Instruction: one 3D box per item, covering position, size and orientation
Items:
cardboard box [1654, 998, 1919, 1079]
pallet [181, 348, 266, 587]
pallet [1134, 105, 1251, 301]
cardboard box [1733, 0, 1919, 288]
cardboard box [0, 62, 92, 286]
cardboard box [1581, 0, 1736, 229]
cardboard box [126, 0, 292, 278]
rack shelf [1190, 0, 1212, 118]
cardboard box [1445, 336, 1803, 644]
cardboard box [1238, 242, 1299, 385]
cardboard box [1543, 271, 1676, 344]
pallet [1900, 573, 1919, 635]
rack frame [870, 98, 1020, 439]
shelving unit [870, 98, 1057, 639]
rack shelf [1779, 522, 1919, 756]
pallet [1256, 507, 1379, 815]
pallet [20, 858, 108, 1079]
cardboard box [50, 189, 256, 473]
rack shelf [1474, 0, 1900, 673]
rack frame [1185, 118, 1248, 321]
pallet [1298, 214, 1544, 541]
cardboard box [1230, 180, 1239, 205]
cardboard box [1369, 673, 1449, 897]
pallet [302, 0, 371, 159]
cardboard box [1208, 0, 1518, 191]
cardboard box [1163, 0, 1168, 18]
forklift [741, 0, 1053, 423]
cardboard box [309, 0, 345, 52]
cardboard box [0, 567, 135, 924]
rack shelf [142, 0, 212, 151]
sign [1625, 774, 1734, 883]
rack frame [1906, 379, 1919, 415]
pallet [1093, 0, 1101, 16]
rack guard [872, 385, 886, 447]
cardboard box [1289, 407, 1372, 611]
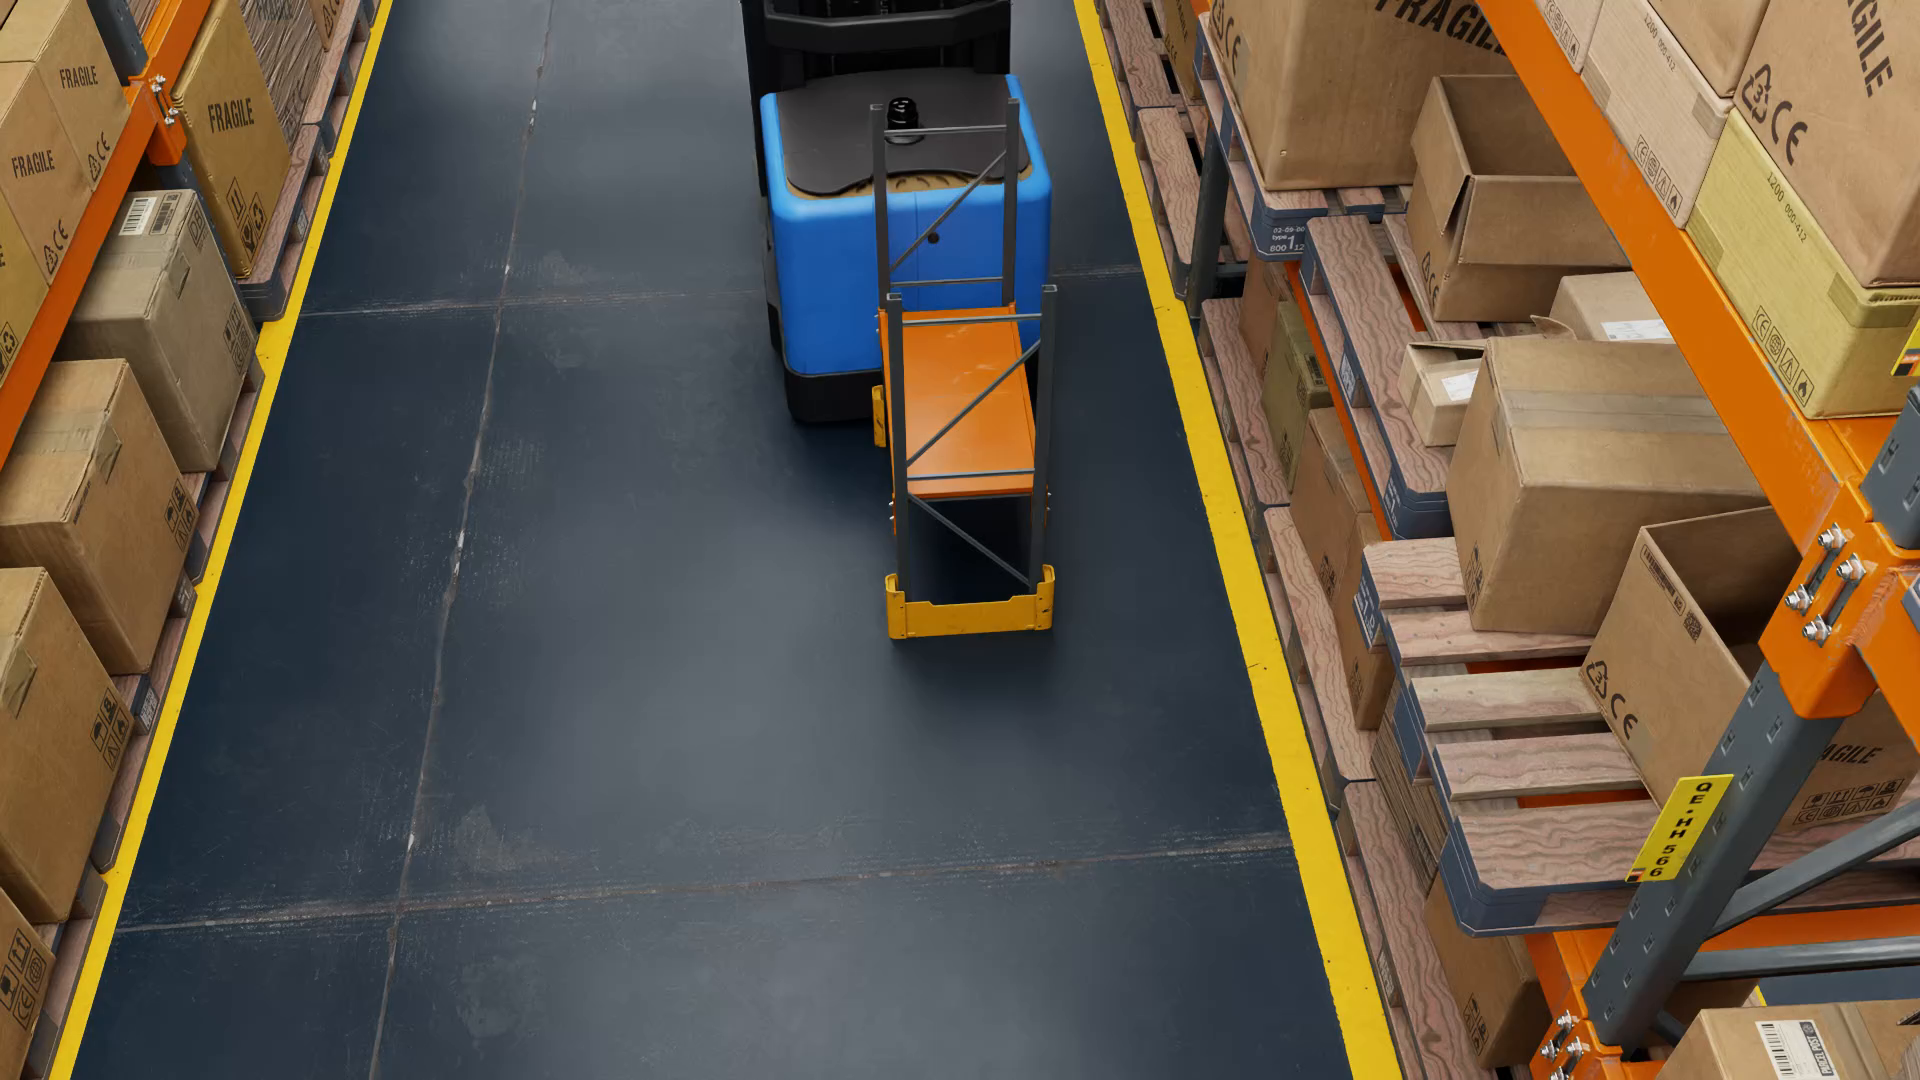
[{"bbox_3d":[1.586,1.181,2.997,0.500,0.500,0.500,-2,47,-2],"label":"cardboard box"},{"bbox_3d":[-3.330,-0.306,6.395,1.003,0.211,1.213,-3,47,-3],"label":"pallet"},{"bbox_3d":[1.390,-1.572,7.594,1.003,0.211,1.213,-3,47,-3],"label":"pallet"},{"bbox_3d":[1.527,-0.721,2.388,0.500,0.500,0.500,-2,47,-2],"label":"cardboard box"},{"bbox_3d":[-3.117,-1.126,5.182,0.500,0.500,0.500,-4,47,-4],"label":"cardboard box"},{"bbox_3d":[1.477,-0.820,2.998,0.500,0.250,0.500,-4,47,-3],"label":"cardboard box"},{"bbox_3d":[-3.452,-1.692,6.961,0.875,0.875,0.875,-3,47,-3],"label":"cardboard box"},{"bbox_3d":[1.314,-3.247,7.755,1.077,0.370,4.000,-3,47,-3],"label":"rack shelf"},{"bbox_3d":[1.585,-0.118,3.938,0.700,0.500,0.500,3,47,3],"label":"cardboard box"},{"bbox_3d":[1.512,-0.893,6.449,0.700,0.500,0.500,-7,47,-6],"label":"cardboard box"},{"bbox_3d":[1.906,-0.473,4.446,0.500,0.250,0.500,-5,47,-4],"label":"cardboard box"},{"bbox_3d":[1.923,0.343,1.923,1.213,0.211,1.003,-2,47,-1],"label":"pallet"},{"bbox_3d":[-0.050,-0.945,6.112,0.500,1.500,0.032,-3,47,-3],"label":"rack frame"},{"bbox_3d":[-0.006,-0.571,5.758,0.587,1.500,1.083,-3,47,-3],"label":"shelving unit"},{"bbox_3d":[1.984,1.510,1.184,1.077,0.370,4.000,-3,47,-3],"label":"rack shelf"},{"bbox_3d":[1.654,0.360,5.764,1.003,0.211,1.213,-3,47,-3],"label":"pallet"},{"bbox_3d":[-3.125,1.459,4.723,1.003,0.211,1.213,-3,47,-3],"label":"pallet"},{"bbox_3d":[-3.328,-0.746,6.151,1.050,0.750,0.750,-4,47,-3],"label":"cardboard box"},{"bbox_3d":[1.649,-1.384,3.925,1.077,0.370,4.000,-3,47,-3],"label":"rack shelf"},{"bbox_3d":[1.482,-2.047,6.123,1.000,3.000,0.127,-3,47,-3],"label":"rack frame"},{"bbox_3d":[1.610,-0.517,4.806,1.003,0.211,1.213,-3,47,-3],"label":"pallet"},{"bbox_3d":[1.488,-1.624,7.154,0.500,0.500,0.500,-5,47,-5],"label":"cardboard box"},{"bbox_3d":[1.681,0.671,4.967,0.700,0.500,0.500,-7,47,-7],"label":"cardboard box"},{"bbox_3d":[-3.560,-2.300,8.283,1.003,0.211,1.213,-3,47,-3],"label":"pallet"},{"bbox_3d":[1.409,-1.815,5.200,1.000,1.000,1.000,-3,47,-3],"label":"cardboard box"},{"bbox_3d":[1.300,-2.889,8.352,0.500,0.500,0.500,0,47,0],"label":"cardboard box"},{"bbox_3d":[-0.372,-2.556,6.652,1.130,2.935,3.031,-6,47,-6],"label":"forklift"},{"bbox_3d":[-3.606,-3.004,8.203,0.875,0.875,0.875,-4,47,-4],"label":"cardboard box"},{"bbox_3d":[-3.172,0.626,4.851,1.050,0.750,0.750,-3,47,-3],"label":"cardboard box"},{"bbox_3d":[-3.637,-3.019,7.538,1.077,0.370,4.000,-3,47,-3],"label":"rack shelf"},{"bbox_3d":[1.277,0.516,2.953,0.100,0.325,0.005,-3,47,-3],"label":"sign"},{"bbox_3d":[1.817,-1.216,1.204,1.000,3.000,0.127,-3,47,-3],"label":"rack frame"},{"bbox_3d":[1.186,-3.338,9.266,1.003,0.211,1.213,-3,47,-3],"label":"pallet"},{"bbox_3d":[-0.048,-0.501,6.553,0.587,0.250,0.087,-3,47,-3],"label":"rack guard"},{"bbox_3d":[1.580,-0.142,5.738,0.700,0.500,0.500,-7,47,-7],"label":"cardboard box"}]
